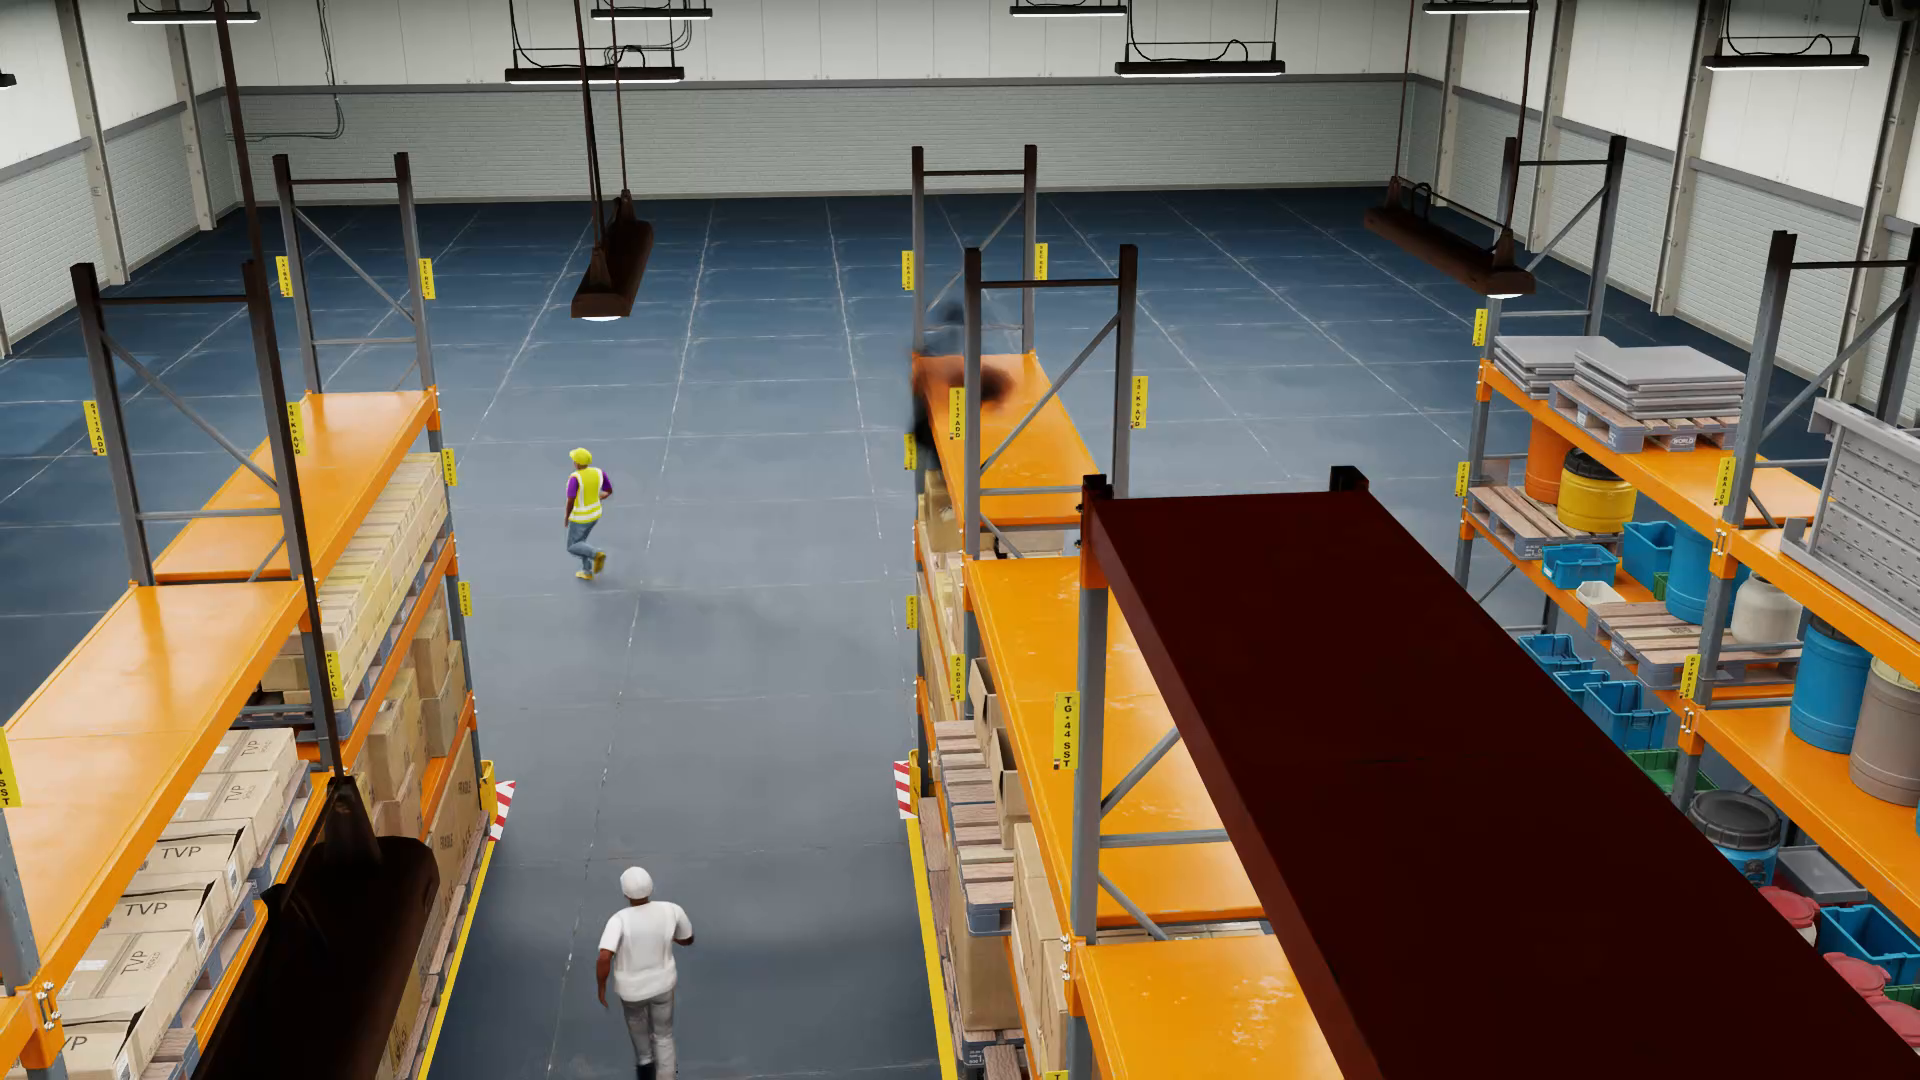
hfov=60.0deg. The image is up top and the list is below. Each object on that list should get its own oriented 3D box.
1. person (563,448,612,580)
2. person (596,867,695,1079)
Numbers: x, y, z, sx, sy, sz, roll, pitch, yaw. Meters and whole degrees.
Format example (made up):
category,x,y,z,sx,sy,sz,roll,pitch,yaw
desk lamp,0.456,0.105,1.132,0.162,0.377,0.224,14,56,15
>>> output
category,x,y,z,sx,sy,sz,roll,pitch,yaw
person,-4.495,-0.292,20.087,0.661,1.706,0.720,13,25,30
person,-2.141,3.107,11.429,0.728,1.809,0.894,-9,23,-22
